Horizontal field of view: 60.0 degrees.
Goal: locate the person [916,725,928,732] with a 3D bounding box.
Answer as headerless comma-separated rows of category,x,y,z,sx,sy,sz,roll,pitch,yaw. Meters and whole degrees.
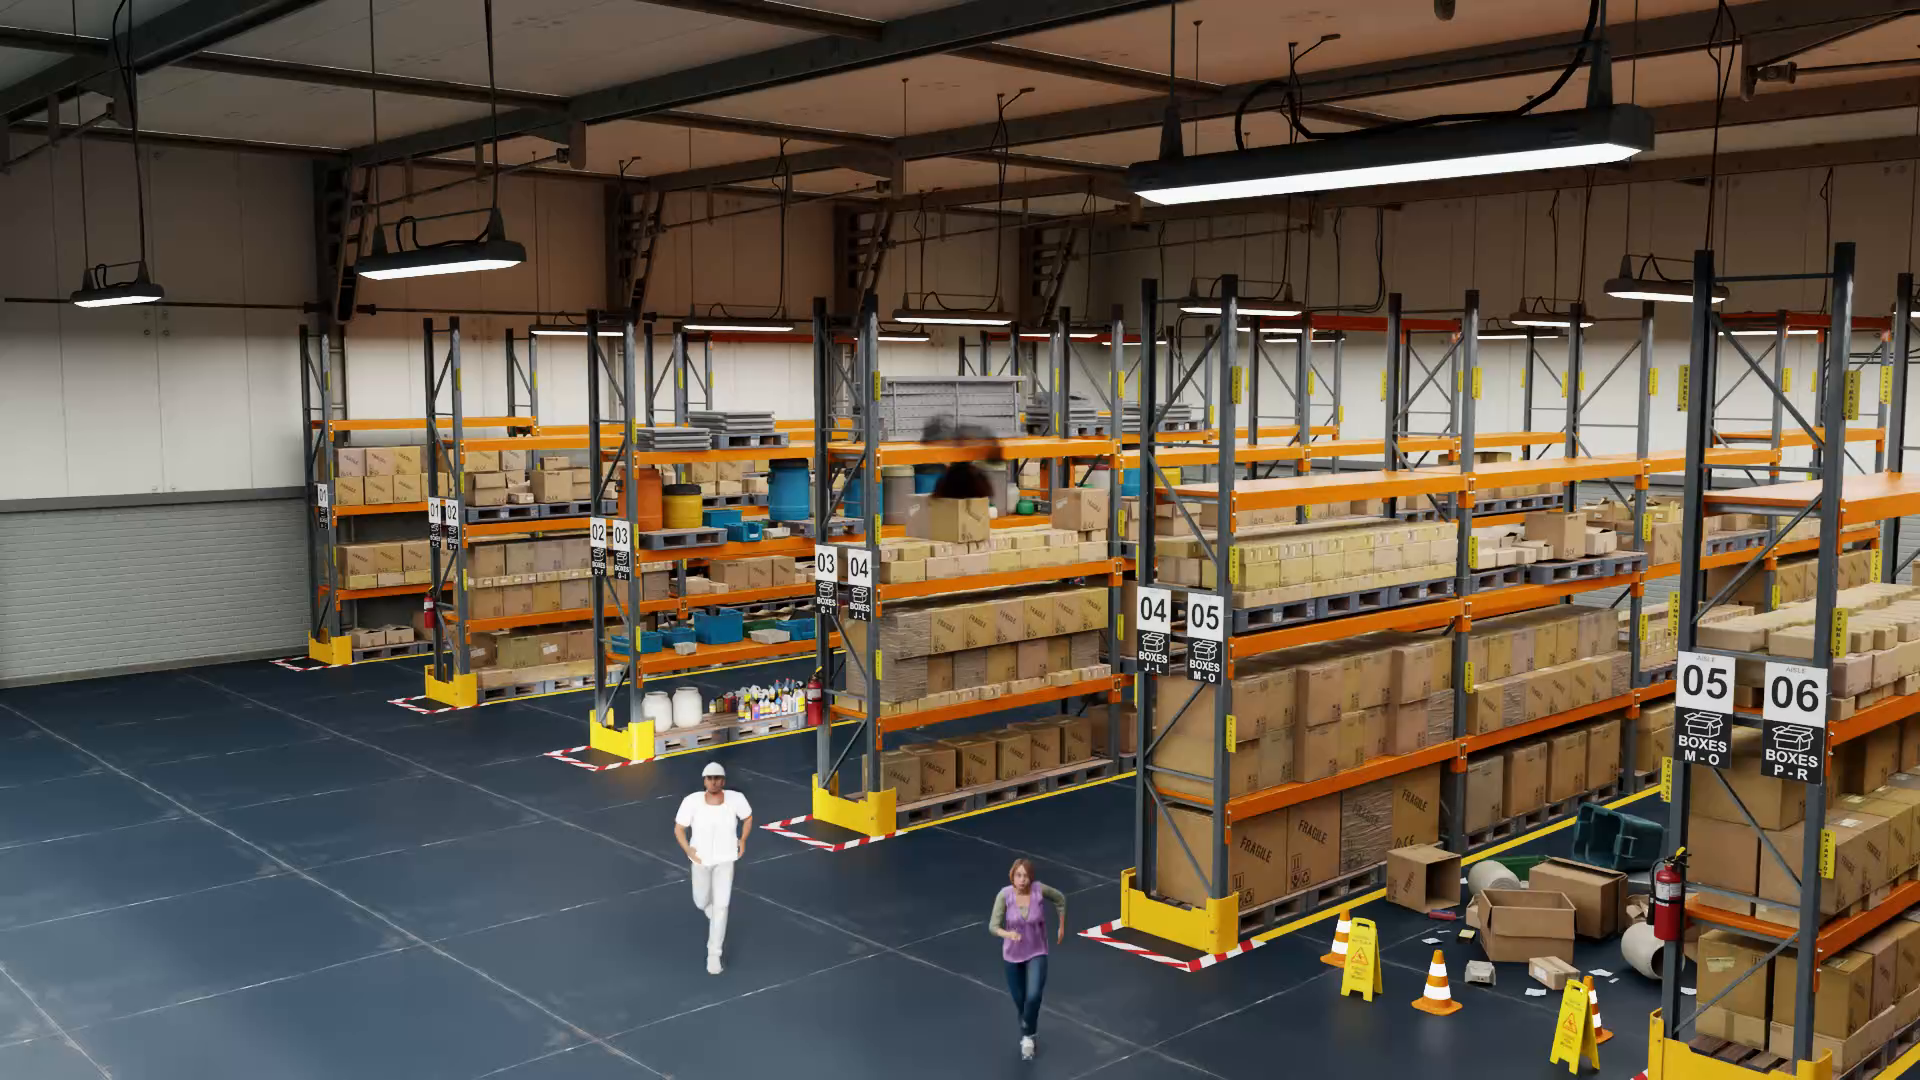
person,-0.171,1.708,23.217,0.674,1.811,1.201,4,7,38

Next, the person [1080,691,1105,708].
person,1.982,1.948,24.083,0.582,1.618,0.578,5,8,41

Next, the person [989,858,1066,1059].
person,0.503,3.115,12.417,0.567,1.552,0.737,0,6,4

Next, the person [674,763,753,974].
person,-2.197,2.833,14.758,0.667,1.754,1.066,0,6,0
